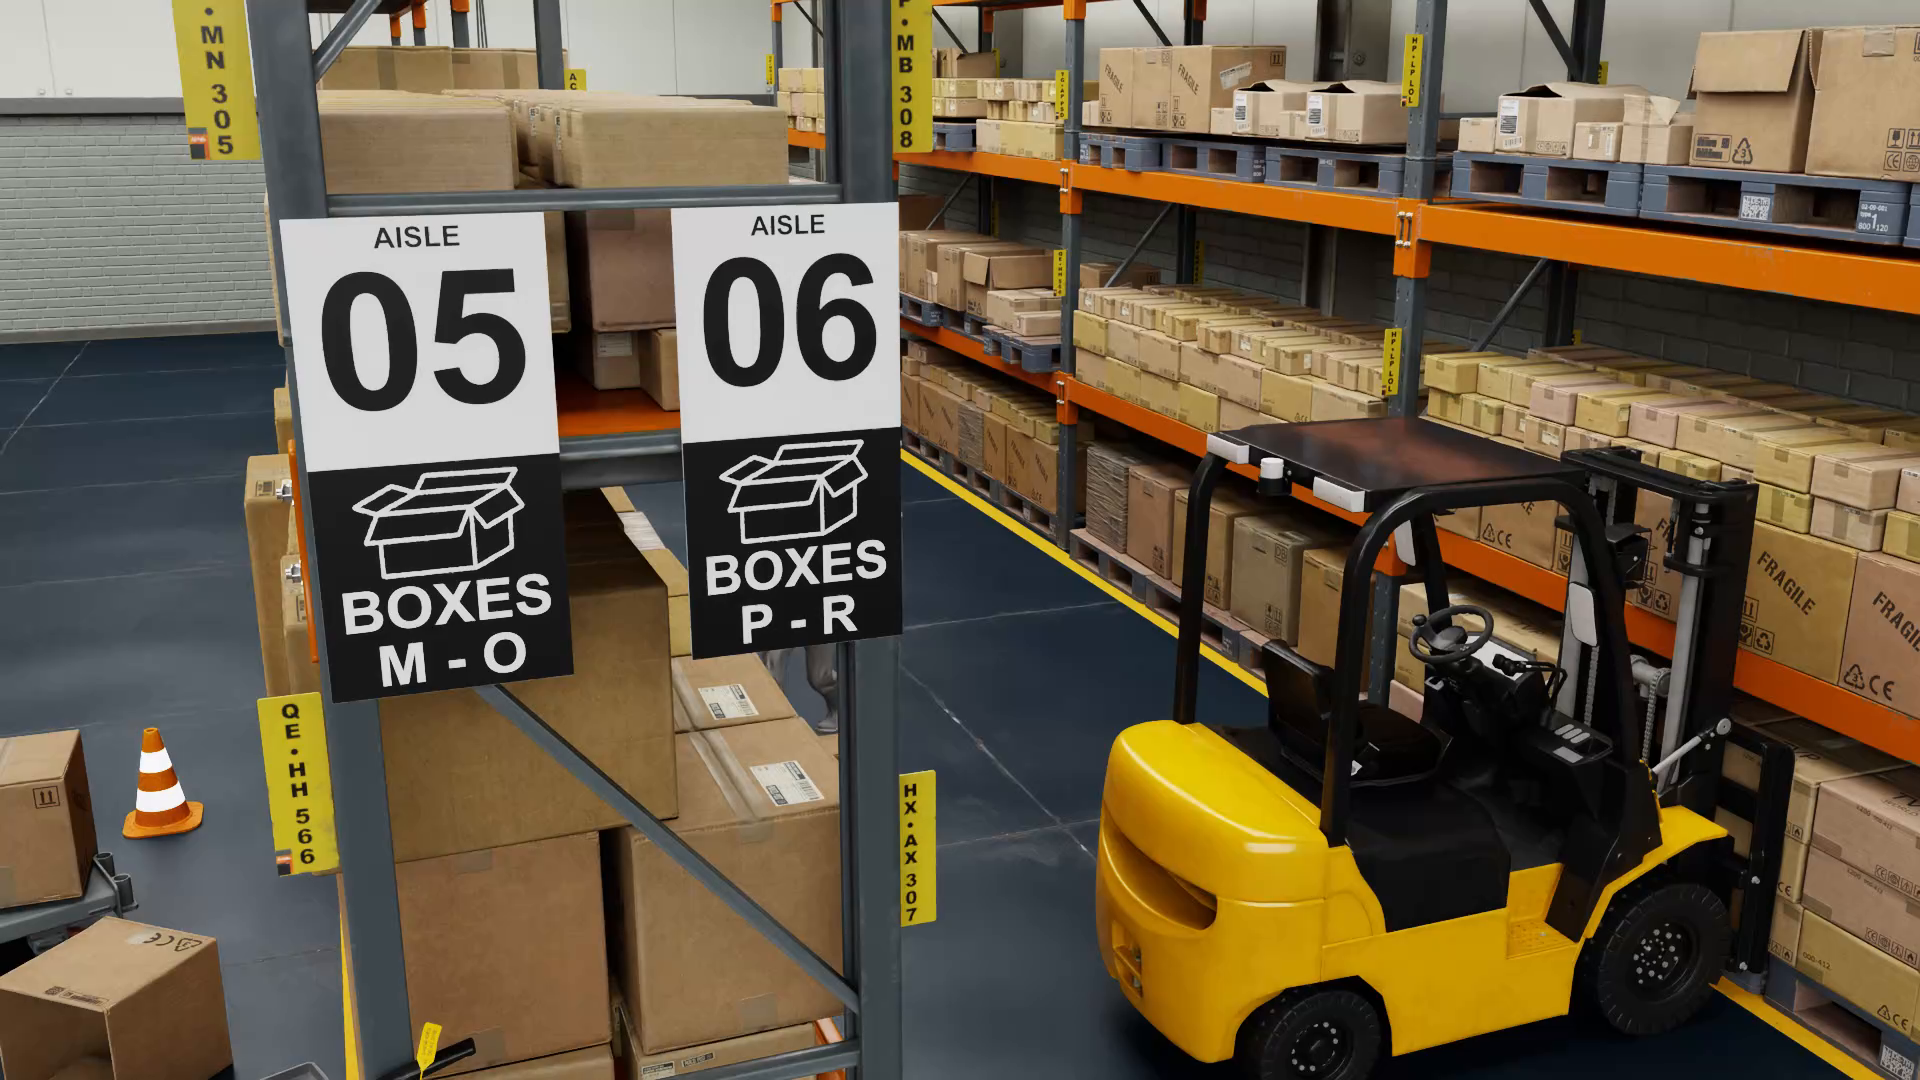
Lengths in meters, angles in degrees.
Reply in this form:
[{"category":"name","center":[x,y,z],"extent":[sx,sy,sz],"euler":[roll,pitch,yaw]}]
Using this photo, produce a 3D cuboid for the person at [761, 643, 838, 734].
[{"category":"person","center":[-0.814,0.326,8.403],"extent":[0.512,1.627,0.831],"euler":[5,16,16]}]
